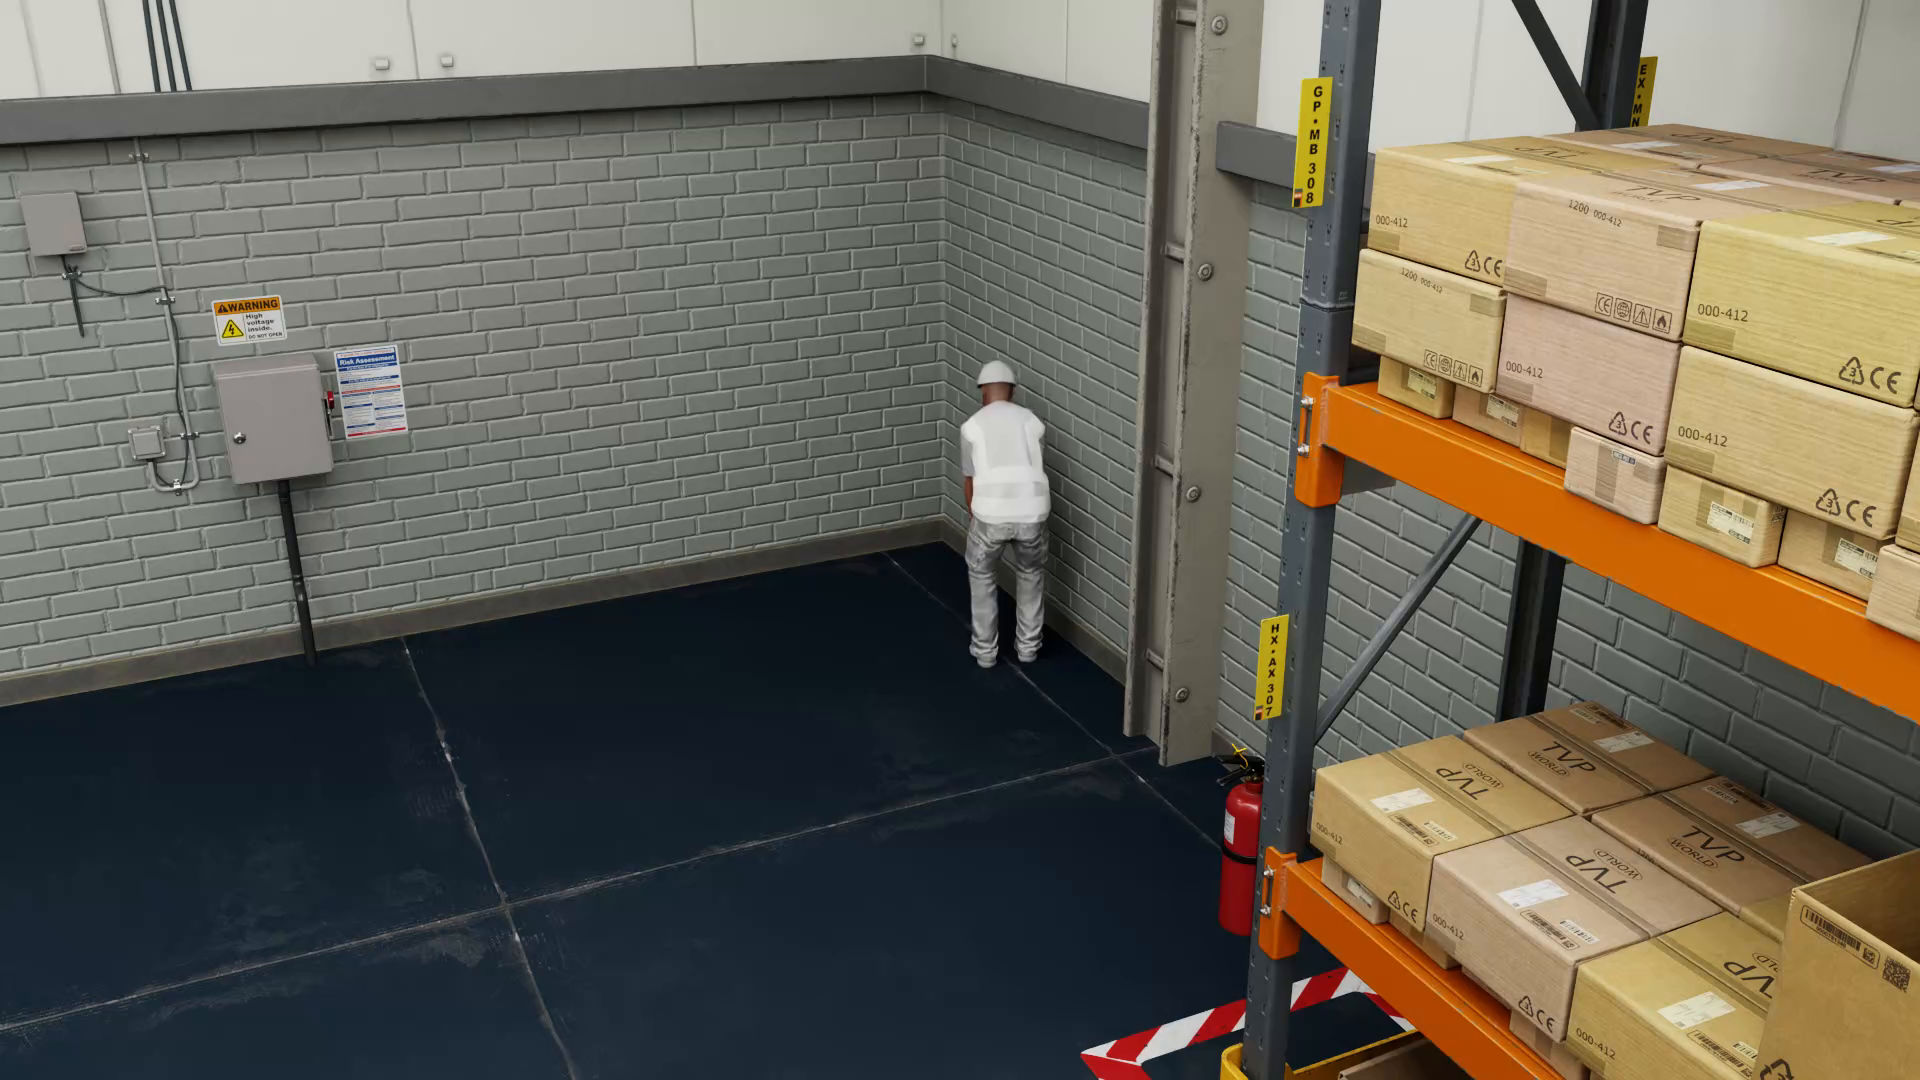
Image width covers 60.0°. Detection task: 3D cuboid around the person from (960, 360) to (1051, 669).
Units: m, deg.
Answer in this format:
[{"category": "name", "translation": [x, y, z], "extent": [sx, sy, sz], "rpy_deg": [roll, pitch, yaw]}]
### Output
[{"category": "person", "translation": [0.235, -0.143, 9.149], "extent": [0.469, 1.609, 0.771], "rpy_deg": [-3, 22, -7]}]
